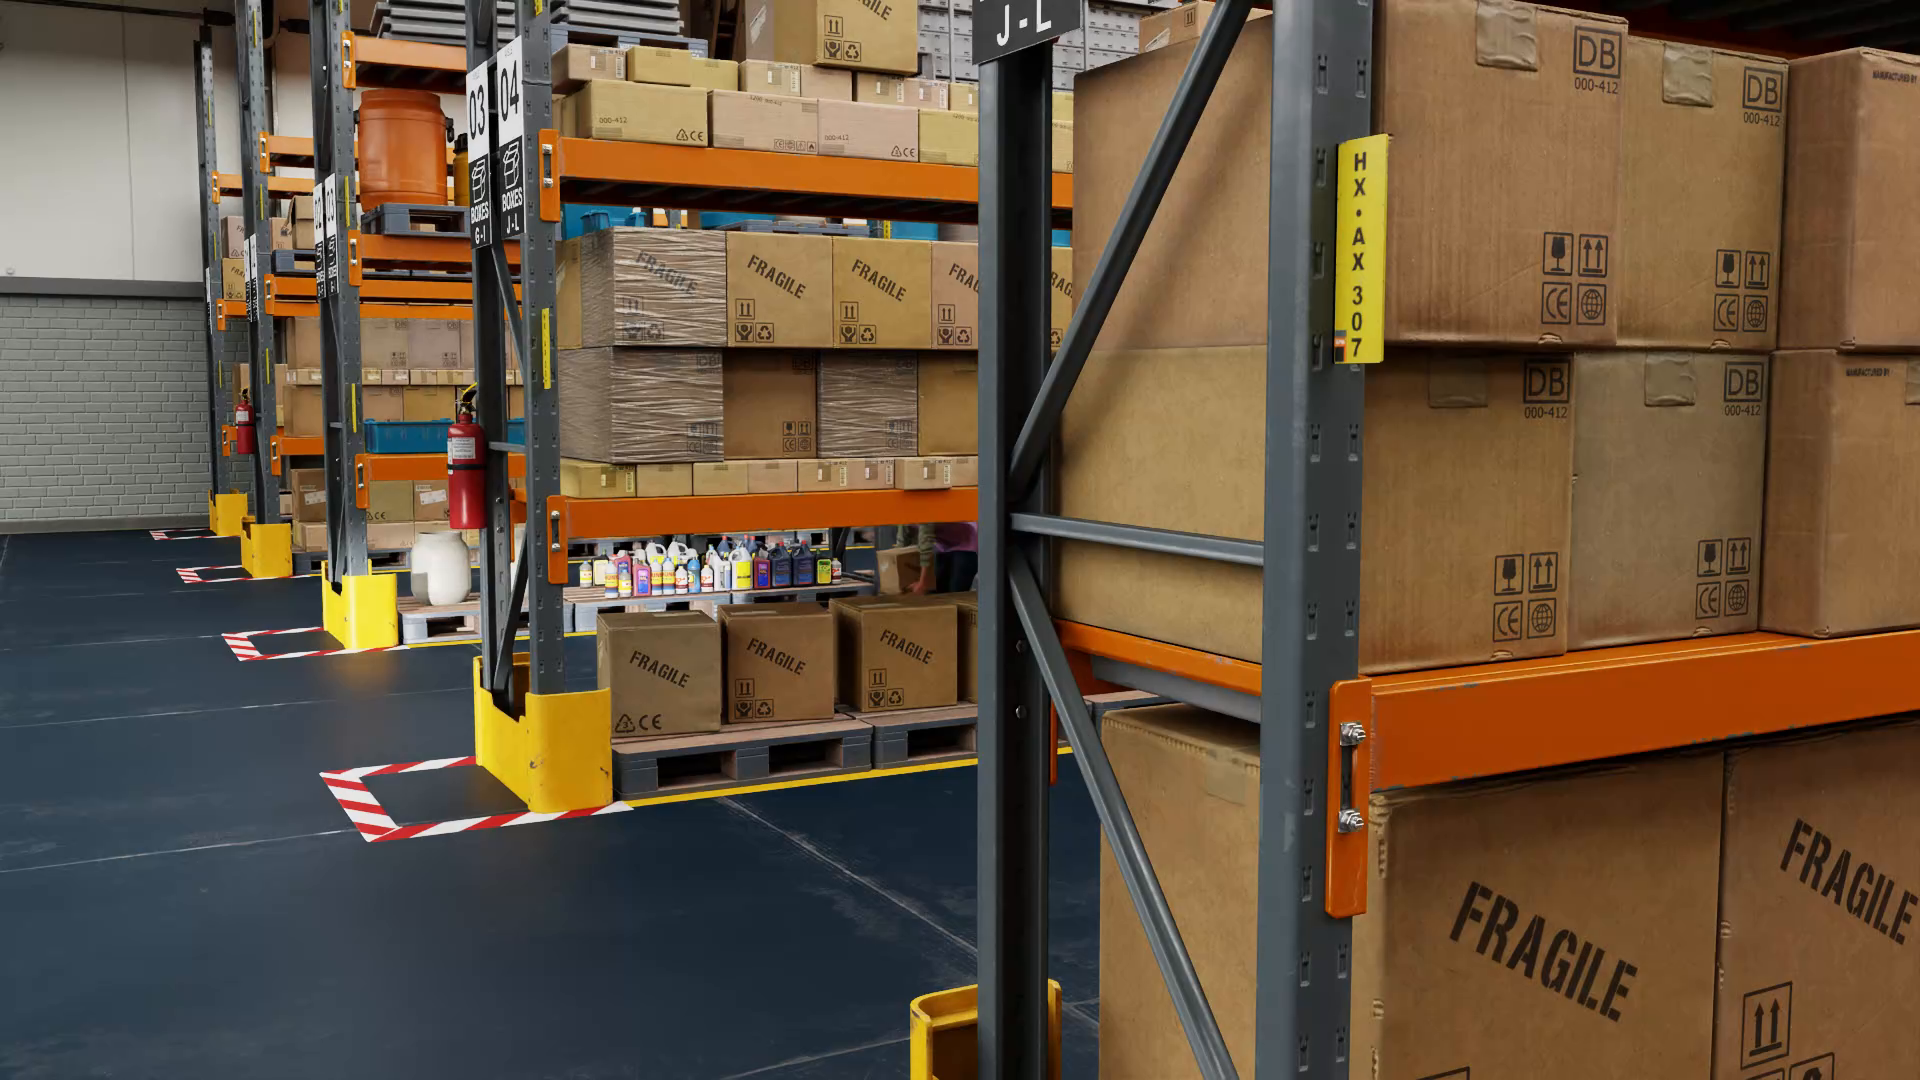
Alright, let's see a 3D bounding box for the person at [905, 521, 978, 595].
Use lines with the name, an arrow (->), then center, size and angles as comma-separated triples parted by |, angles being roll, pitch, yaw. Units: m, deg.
person -> -0.122, 0.112, 9.994 | 0.580, 1.511, 0.370 | -3, 6, -29
